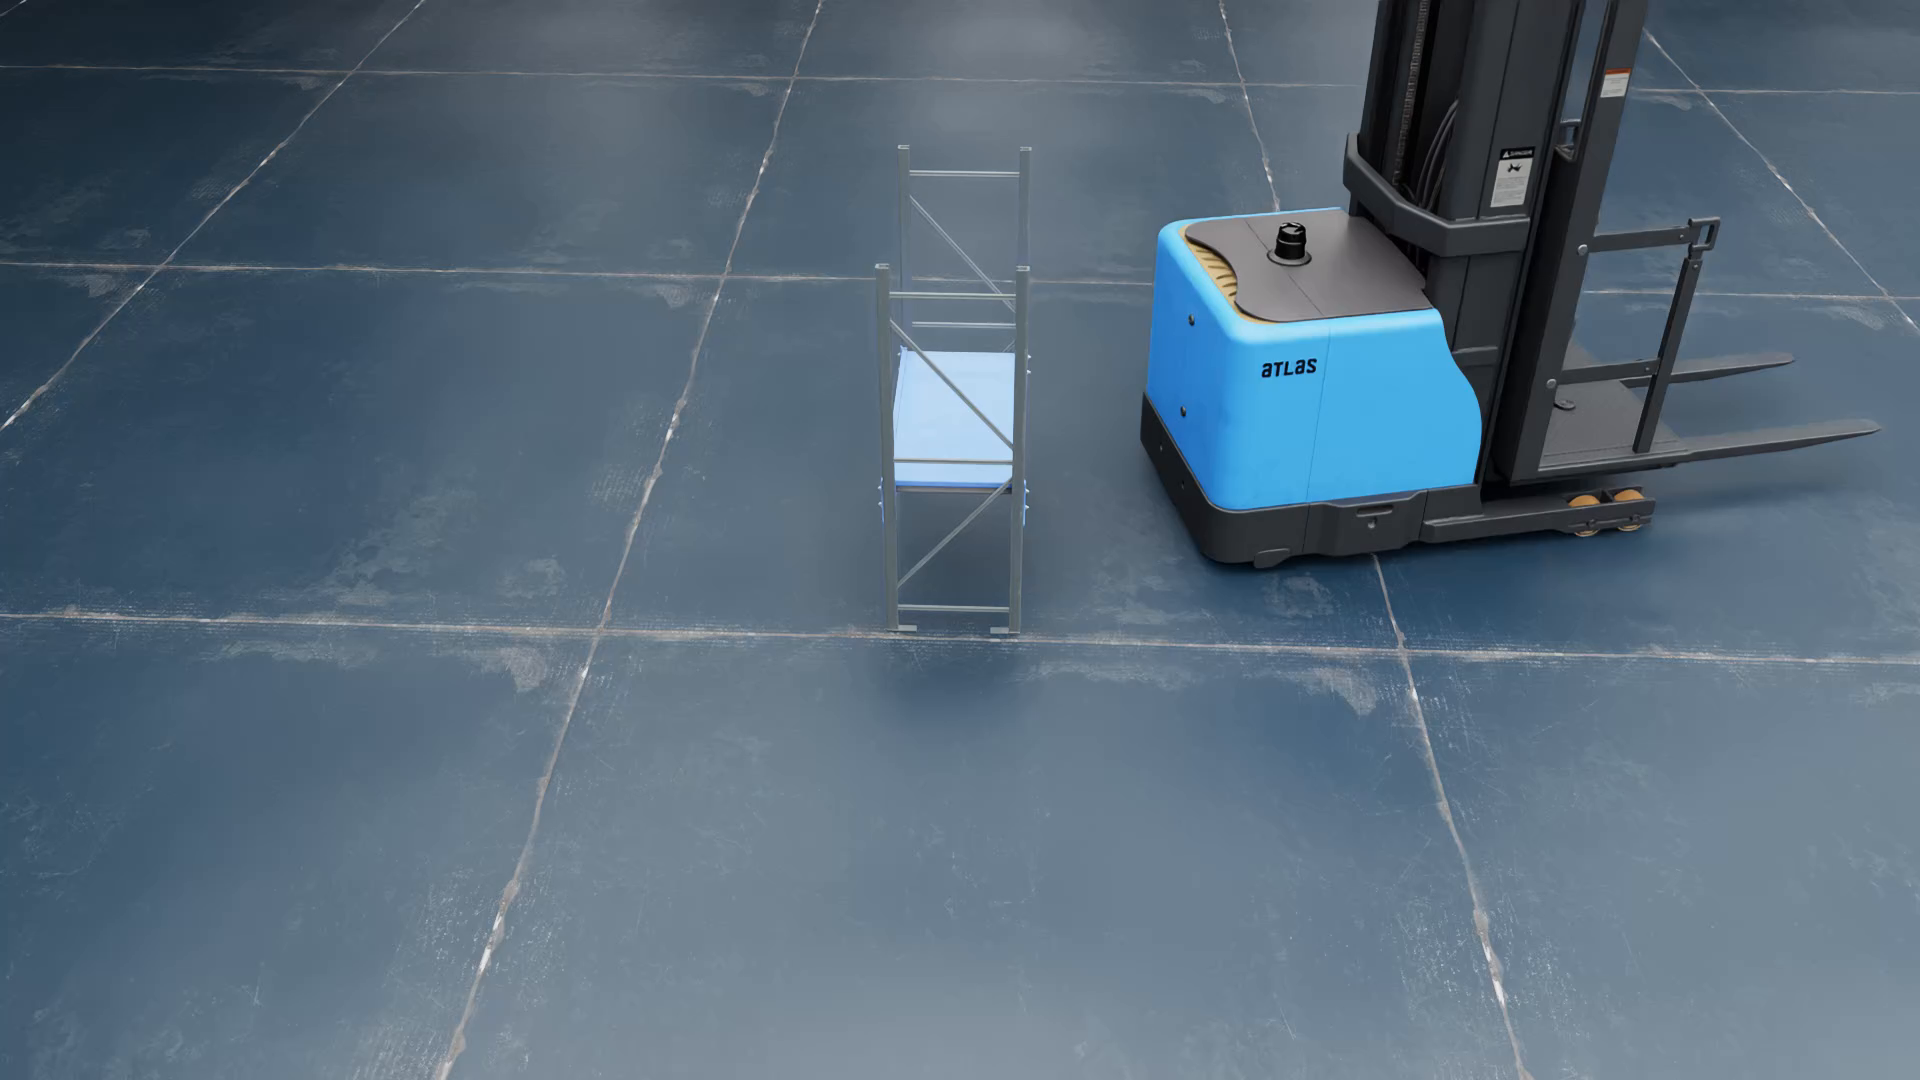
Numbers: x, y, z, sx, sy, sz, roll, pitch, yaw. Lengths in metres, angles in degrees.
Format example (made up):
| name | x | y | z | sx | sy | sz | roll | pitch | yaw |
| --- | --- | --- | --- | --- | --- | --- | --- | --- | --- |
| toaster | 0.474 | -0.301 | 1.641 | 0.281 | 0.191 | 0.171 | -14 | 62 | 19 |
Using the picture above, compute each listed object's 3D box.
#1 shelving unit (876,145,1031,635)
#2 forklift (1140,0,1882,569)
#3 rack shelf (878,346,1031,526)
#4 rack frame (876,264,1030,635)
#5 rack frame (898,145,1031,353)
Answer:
| name | x | y | z | sx | sy | sz | roll | pitch | yaw |
| --- | --- | --- | --- | --- | --- | --- | --- | --- | --- |
| shelving unit | -0.003 | -0.565 | 6.249 | 0.538 | 1.500 | 1.048 | 1 | 35 | 2 |
| forklift | 2.354 | -1.505 | 6.343 | 3.031 | 2.935 | 1.130 | -7 | 36 | -9 |
| rack shelf | -0.003 | -0.417 | 6.352 | 0.538 | 0.185 | 1.000 | 1 | 35 | 2 |
| rack frame | -0.024 | -0.273 | 5.833 | 0.500 | 1.500 | 0.032 | 1 | 35 | 2 |
| rack frame | 0.017 | -0.857 | 6.665 | 0.500 | 1.500 | 0.032 | 1 | 35 | 2 |
